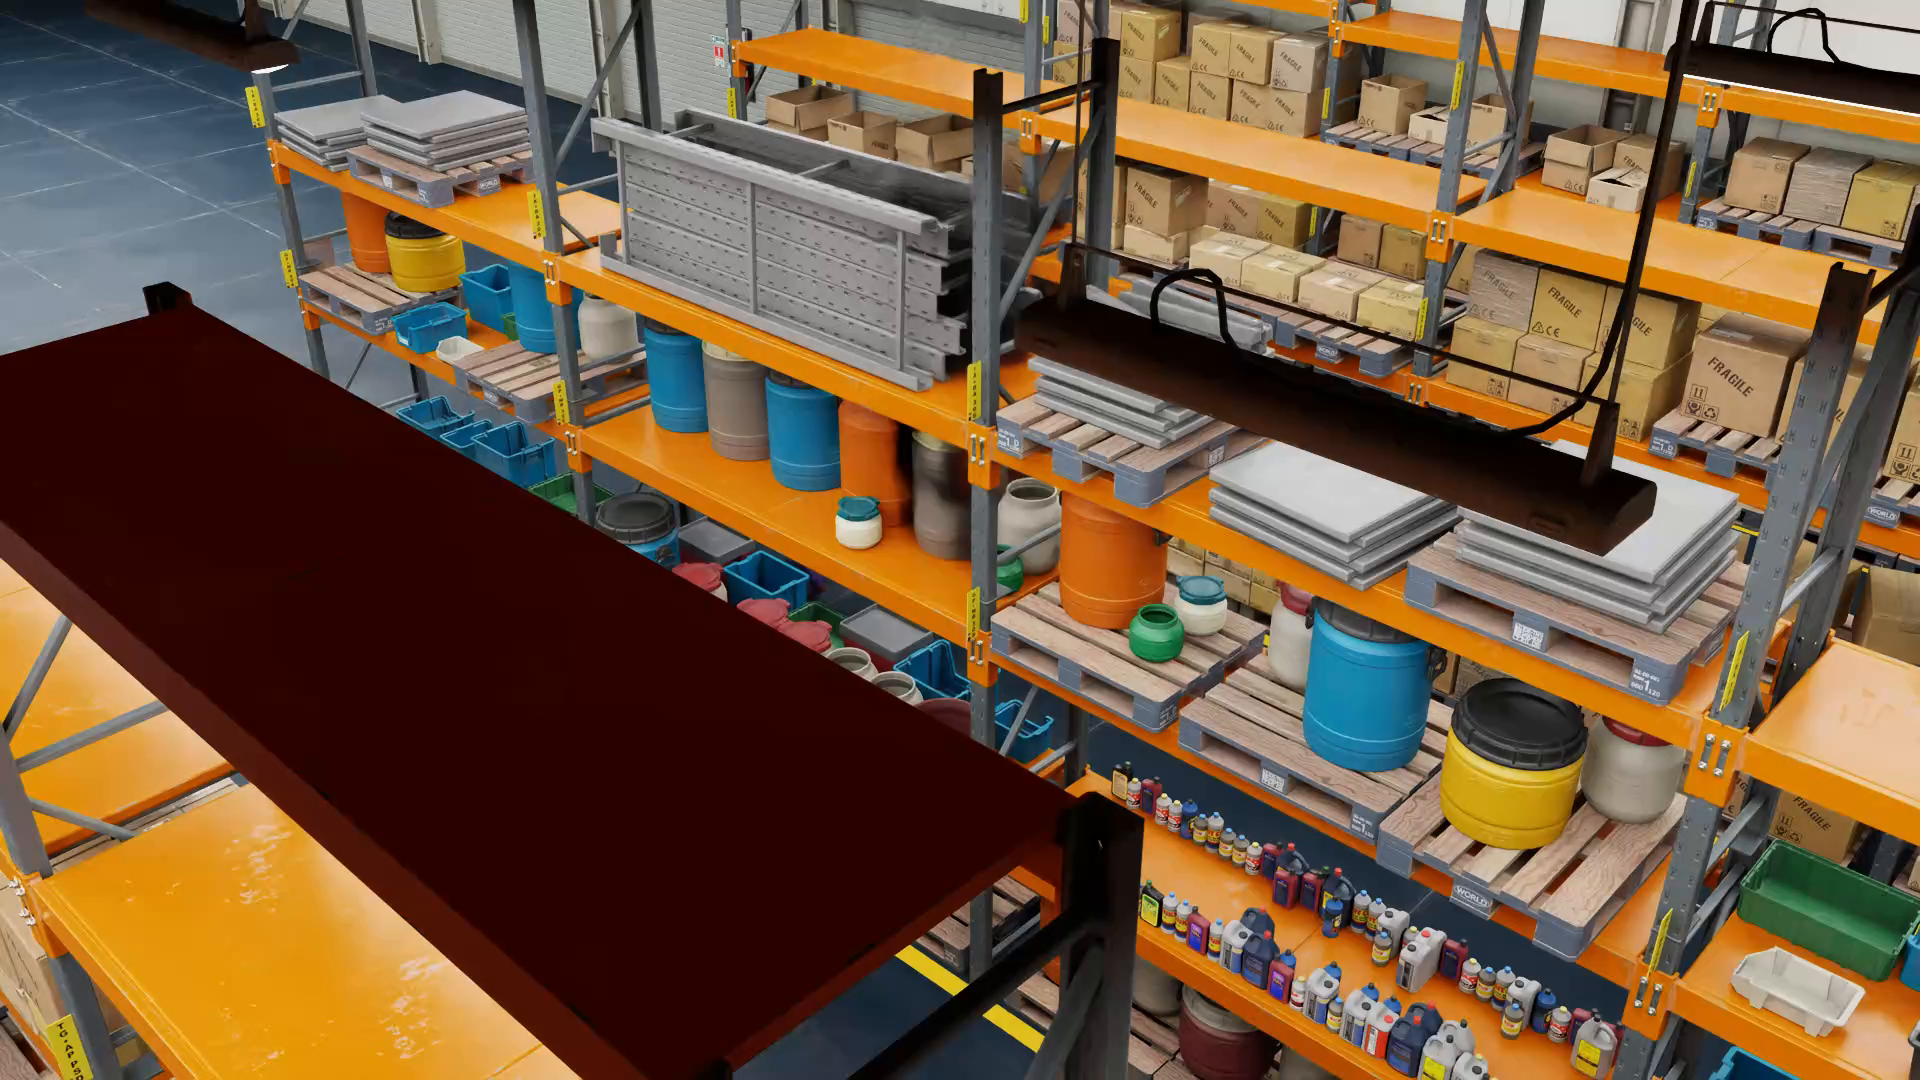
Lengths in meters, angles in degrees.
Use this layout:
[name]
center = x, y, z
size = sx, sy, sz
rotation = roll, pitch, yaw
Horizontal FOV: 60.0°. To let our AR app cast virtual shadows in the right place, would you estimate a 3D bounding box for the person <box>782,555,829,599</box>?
[person]
center = -1.485, -0.219, 14.962
size = 0.815, 1.686, 0.601
rotation = 23, 37, 35
